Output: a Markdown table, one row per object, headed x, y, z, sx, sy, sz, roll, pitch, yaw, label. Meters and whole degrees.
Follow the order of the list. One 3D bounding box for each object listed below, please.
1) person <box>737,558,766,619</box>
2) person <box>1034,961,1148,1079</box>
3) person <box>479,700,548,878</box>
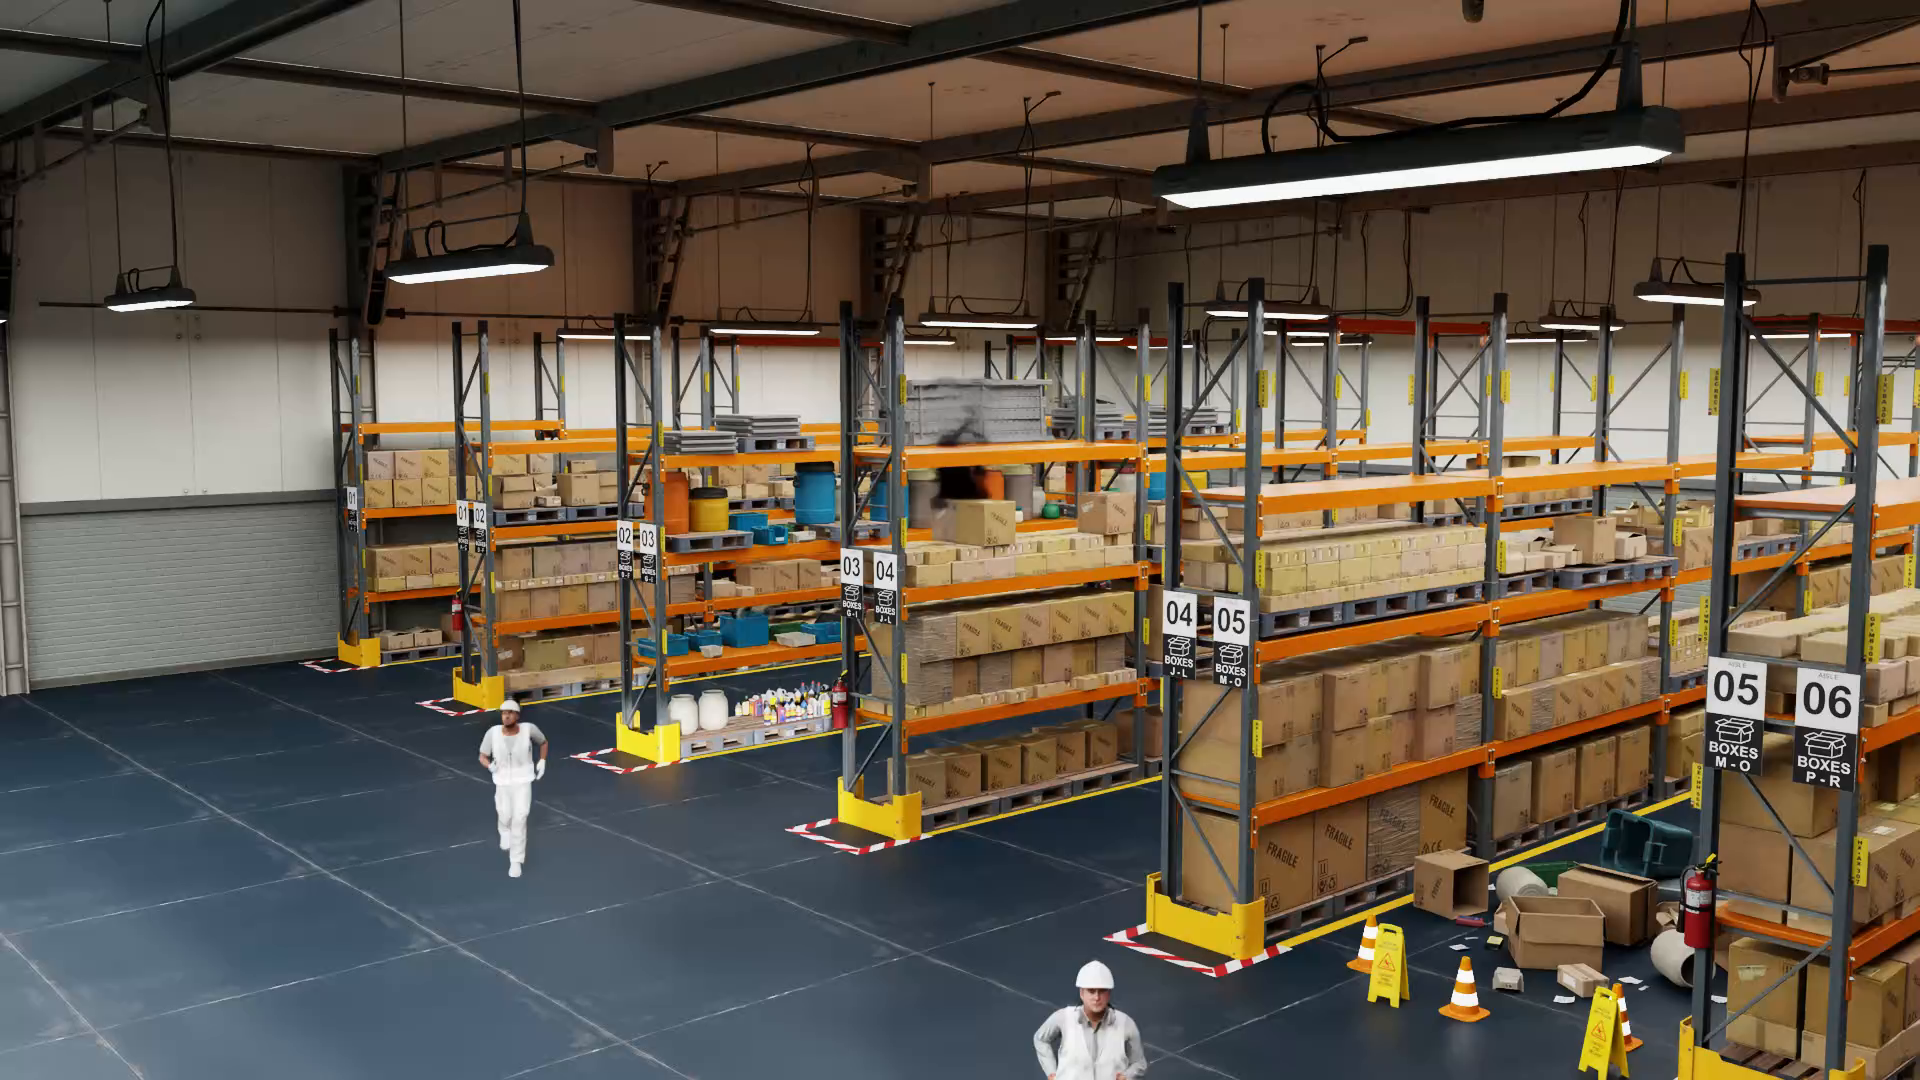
| x | y | z | sx | sy | sz | roll | pitch | yaw | label |
| --- | --- | --- | --- | --- | --- | --- | --- | --- | --- |
| -3.936 | 1.148 | 31.754 | 0.668 | 1.842 | 0.825 | 5 | 7 | 40 | person |
| 0.767 | 3.344 | 9.653 | 0.638 | 1.832 | 0.777 | 0 | 6 | -5 | person |
| -4.693 | 2.551 | 17.502 | 0.692 | 1.785 | 0.985 | -1 | 6 | -8 | person |
